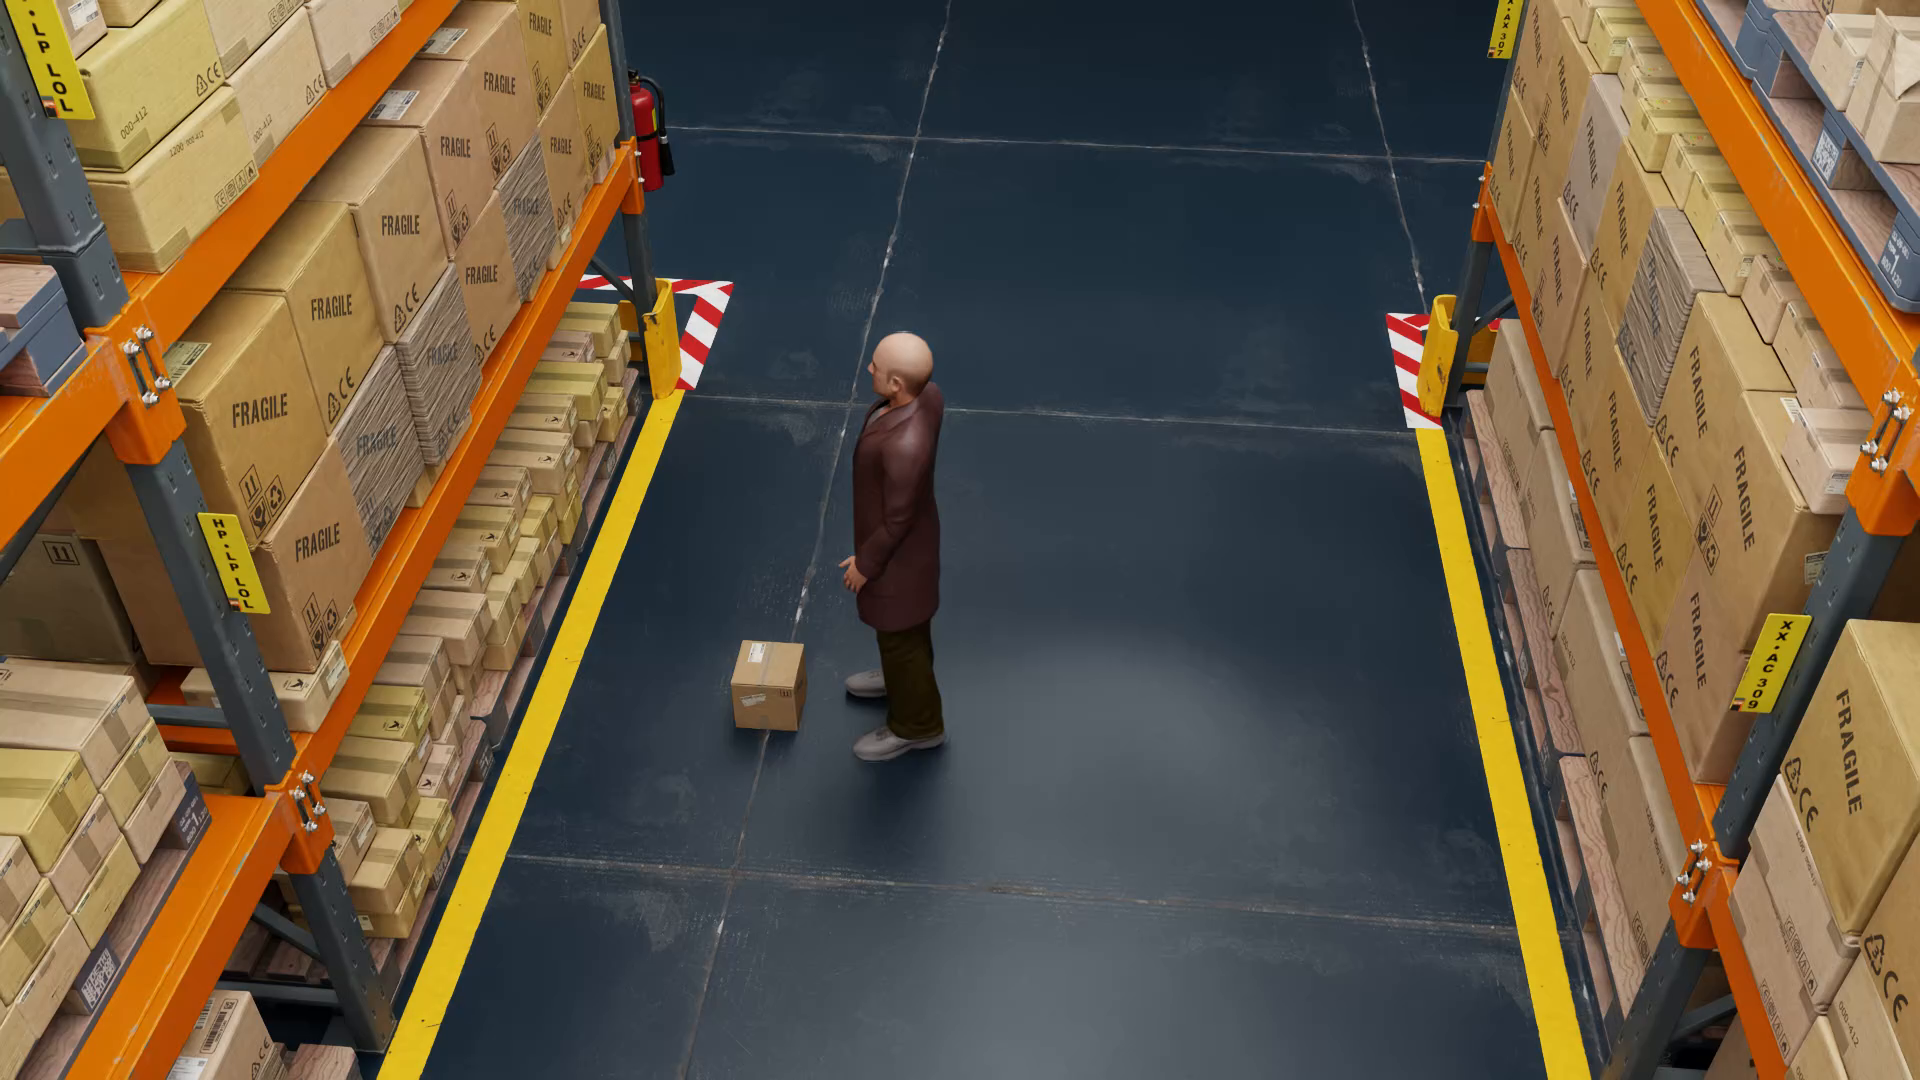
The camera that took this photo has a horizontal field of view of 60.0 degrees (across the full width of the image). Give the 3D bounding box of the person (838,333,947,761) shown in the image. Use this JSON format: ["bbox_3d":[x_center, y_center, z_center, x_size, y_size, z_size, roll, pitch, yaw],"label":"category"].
[{"bbox_3d":[-0.260,0.010,6.146,0.445,1.798,0.574,4,40,4],"label":"person"}]
